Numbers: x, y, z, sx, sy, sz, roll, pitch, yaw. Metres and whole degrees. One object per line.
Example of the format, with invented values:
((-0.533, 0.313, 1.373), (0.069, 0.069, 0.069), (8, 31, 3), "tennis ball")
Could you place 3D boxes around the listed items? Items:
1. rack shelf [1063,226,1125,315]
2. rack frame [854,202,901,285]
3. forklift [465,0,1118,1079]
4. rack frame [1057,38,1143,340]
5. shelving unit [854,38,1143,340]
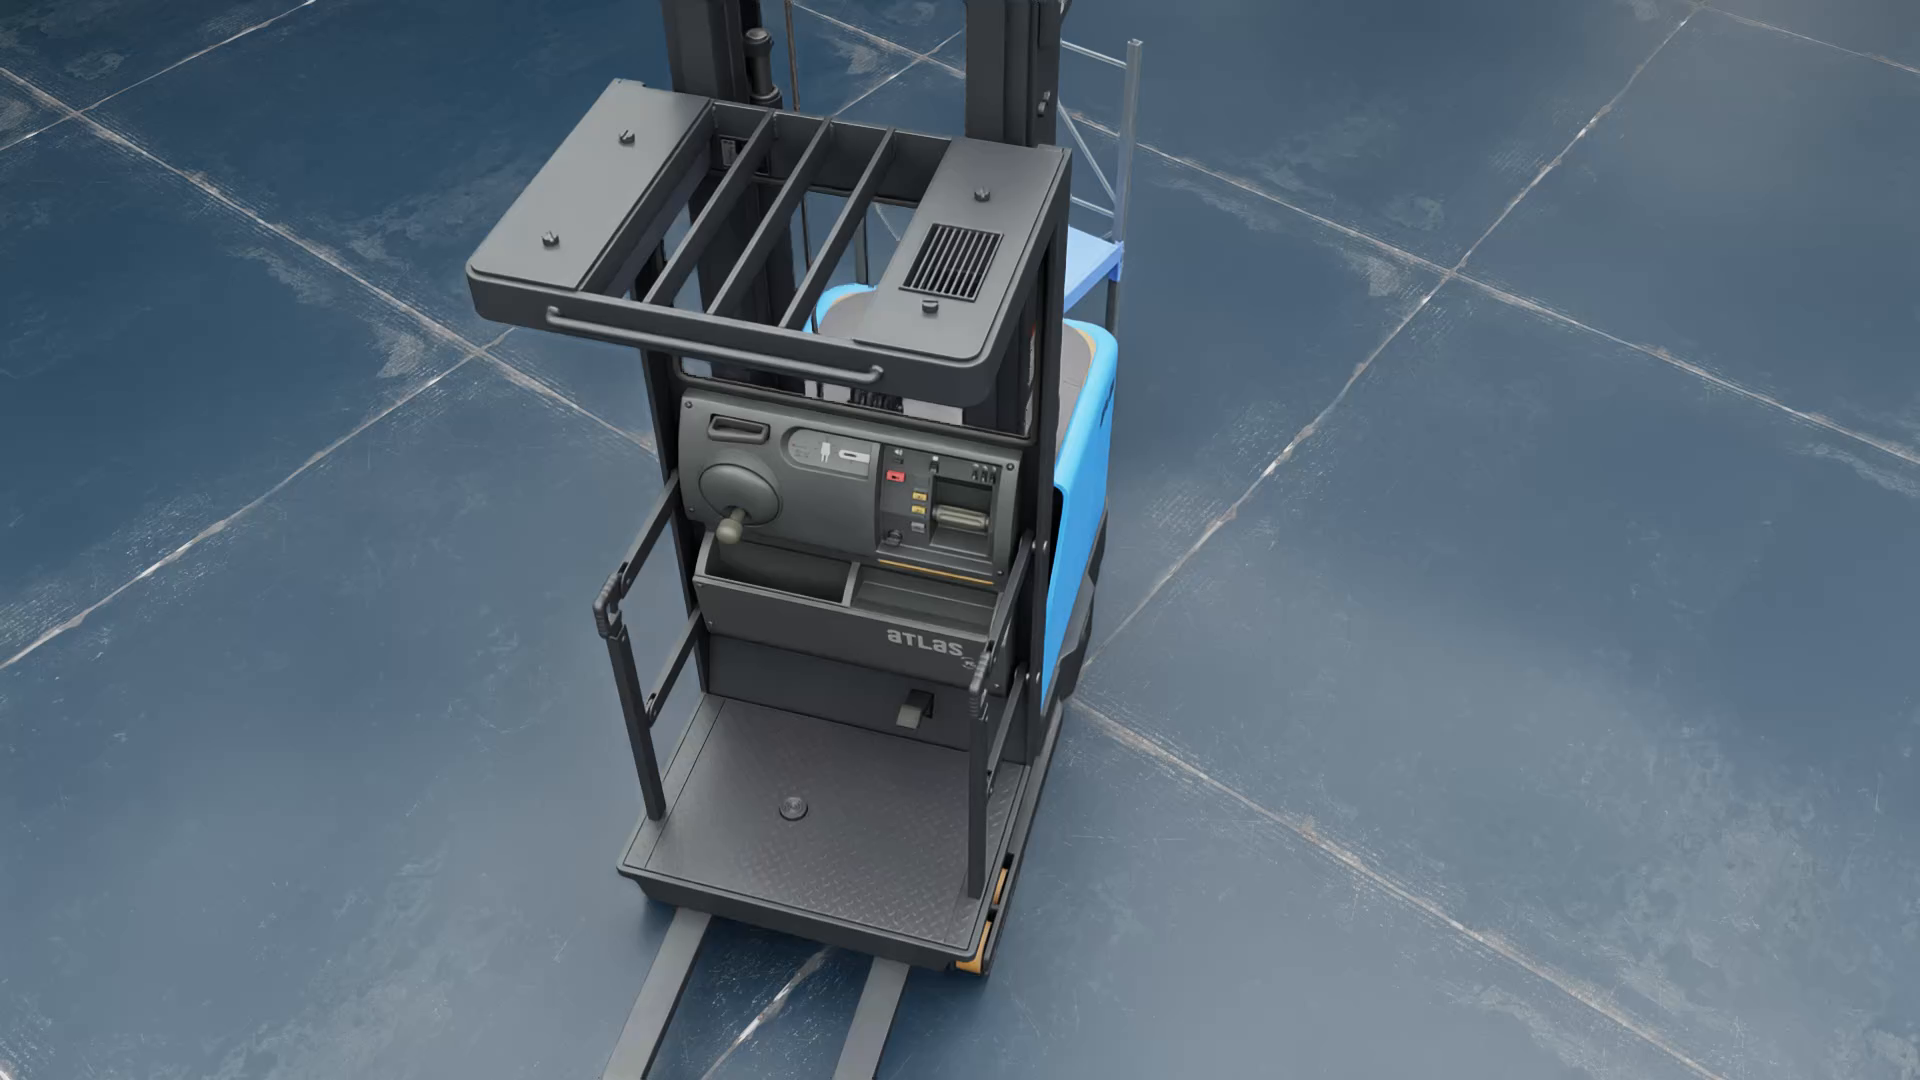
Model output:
((0.137, -0.904, 6.325), (0.538, 0.185, 1.000), (27, 52, 23), "rack shelf")
((-0.156, -0.728, 5.908), (0.500, 1.500, 0.032), (27, 52, 23), "rack frame")
((-0.358, -0.036, 4.257), (1.130, 2.935, 3.031), (11, 47, 11), "forklift")
((0.430, -1.329, 6.482), (0.500, 1.500, 0.032), (27, 52, 23), "rack frame")
((0.137, -1.028, 6.195), (0.538, 1.500, 1.048), (27, 52, 23), "shelving unit")
